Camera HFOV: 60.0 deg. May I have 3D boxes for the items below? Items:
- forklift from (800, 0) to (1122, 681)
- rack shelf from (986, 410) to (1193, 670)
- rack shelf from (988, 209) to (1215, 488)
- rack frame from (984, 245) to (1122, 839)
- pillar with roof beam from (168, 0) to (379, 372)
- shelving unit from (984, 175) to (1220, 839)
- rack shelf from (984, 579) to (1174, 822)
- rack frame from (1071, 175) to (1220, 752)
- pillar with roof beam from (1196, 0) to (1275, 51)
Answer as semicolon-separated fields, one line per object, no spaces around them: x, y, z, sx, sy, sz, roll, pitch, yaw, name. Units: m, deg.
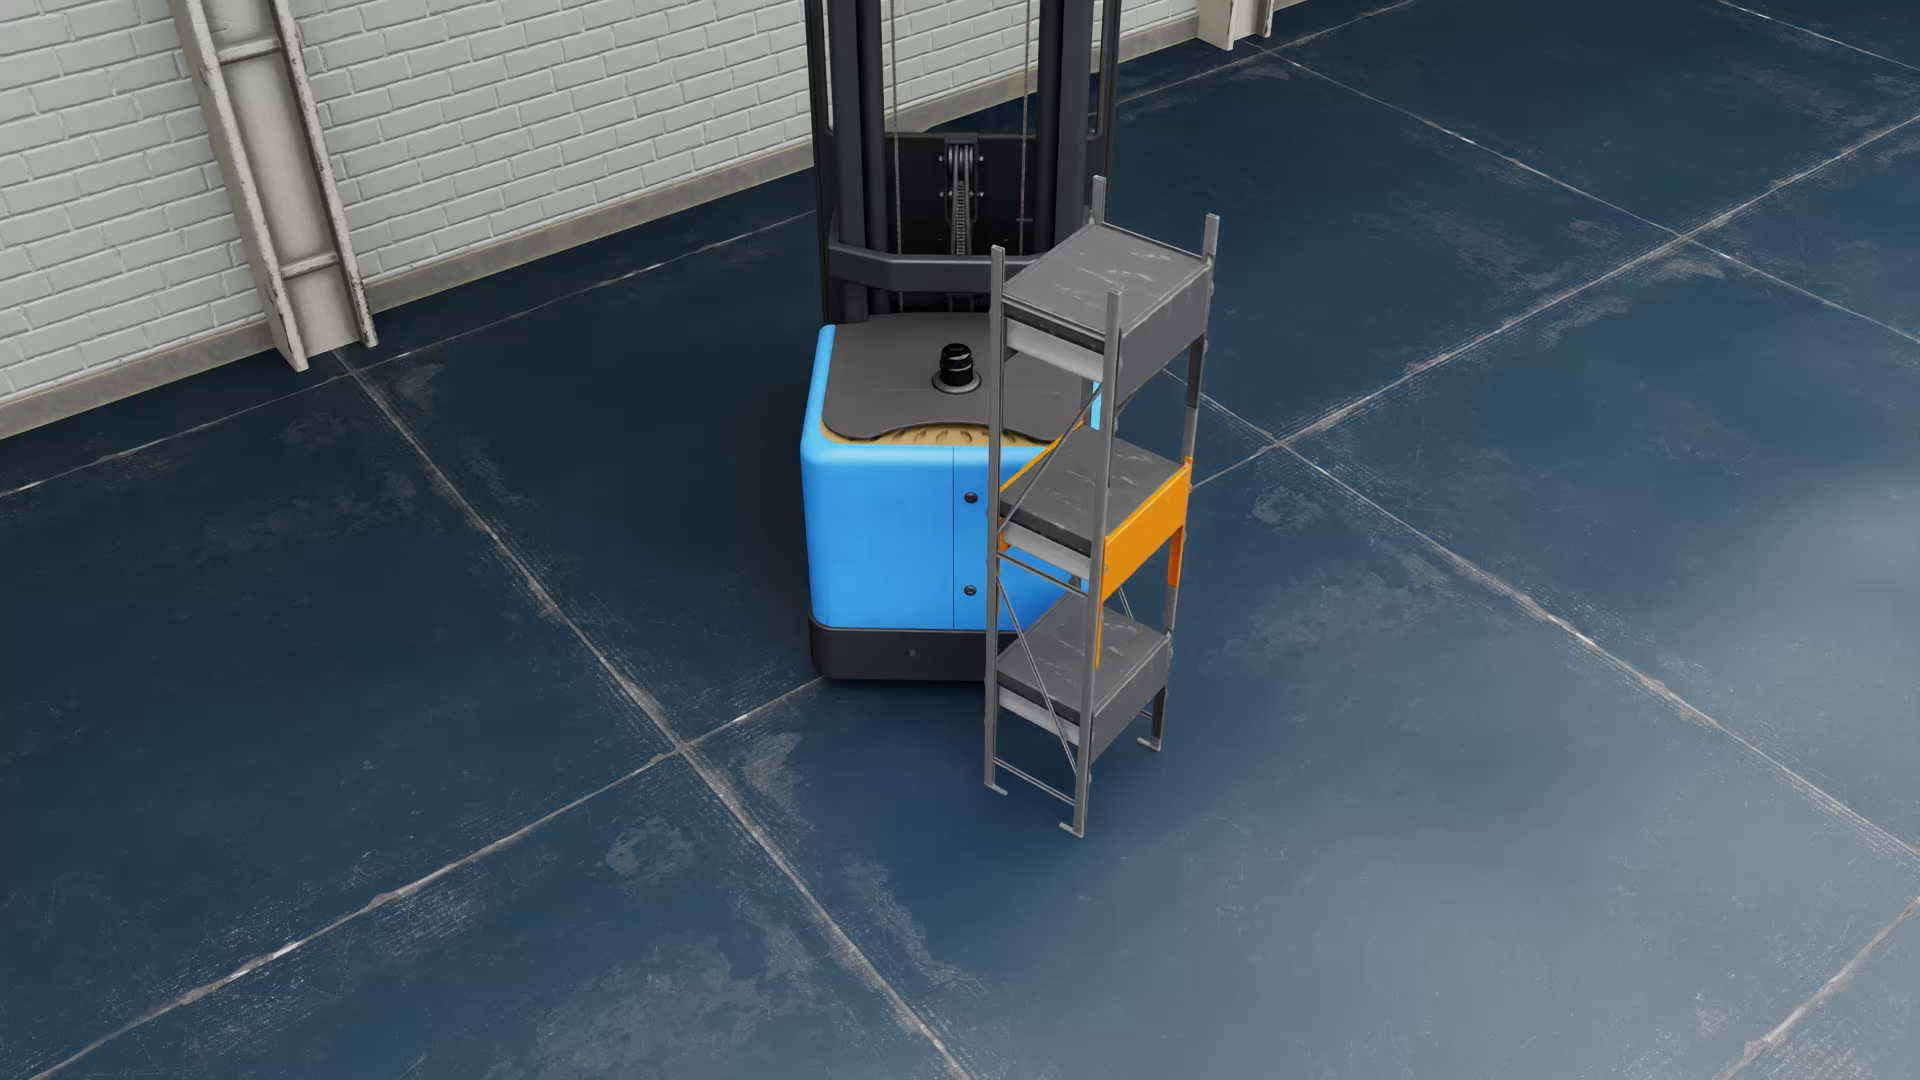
0.016;-1.528;6.302;1.130;2.935;3.031;1;39;1;forklift
0.393;-0.006;5.120;0.431;0.518;0.480;26;46;27;rack shelf
0.393;-0.544;4.672;0.431;0.518;0.480;26;46;27;rack shelf
0.247;0.108;4.961;0.400;2.100;0.015;26;46;27;rack frame
-0.381;-2.245;2.391;0.400;9.000;9.100;-26;46;-28;pillar with roof beam
0.393;-0.016;5.111;0.431;2.100;0.503;26;46;27;shelving unit
0.393;0.532;5.567;0.431;0.518;0.480;26;46;27;rack shelf
0.540;-0.141;5.261;0.400;2.100;0.015;26;46;27;rack frame
4.376;-4.564;5.218;0.400;9.000;9.100;-26;46;-28;pillar with roof beam
